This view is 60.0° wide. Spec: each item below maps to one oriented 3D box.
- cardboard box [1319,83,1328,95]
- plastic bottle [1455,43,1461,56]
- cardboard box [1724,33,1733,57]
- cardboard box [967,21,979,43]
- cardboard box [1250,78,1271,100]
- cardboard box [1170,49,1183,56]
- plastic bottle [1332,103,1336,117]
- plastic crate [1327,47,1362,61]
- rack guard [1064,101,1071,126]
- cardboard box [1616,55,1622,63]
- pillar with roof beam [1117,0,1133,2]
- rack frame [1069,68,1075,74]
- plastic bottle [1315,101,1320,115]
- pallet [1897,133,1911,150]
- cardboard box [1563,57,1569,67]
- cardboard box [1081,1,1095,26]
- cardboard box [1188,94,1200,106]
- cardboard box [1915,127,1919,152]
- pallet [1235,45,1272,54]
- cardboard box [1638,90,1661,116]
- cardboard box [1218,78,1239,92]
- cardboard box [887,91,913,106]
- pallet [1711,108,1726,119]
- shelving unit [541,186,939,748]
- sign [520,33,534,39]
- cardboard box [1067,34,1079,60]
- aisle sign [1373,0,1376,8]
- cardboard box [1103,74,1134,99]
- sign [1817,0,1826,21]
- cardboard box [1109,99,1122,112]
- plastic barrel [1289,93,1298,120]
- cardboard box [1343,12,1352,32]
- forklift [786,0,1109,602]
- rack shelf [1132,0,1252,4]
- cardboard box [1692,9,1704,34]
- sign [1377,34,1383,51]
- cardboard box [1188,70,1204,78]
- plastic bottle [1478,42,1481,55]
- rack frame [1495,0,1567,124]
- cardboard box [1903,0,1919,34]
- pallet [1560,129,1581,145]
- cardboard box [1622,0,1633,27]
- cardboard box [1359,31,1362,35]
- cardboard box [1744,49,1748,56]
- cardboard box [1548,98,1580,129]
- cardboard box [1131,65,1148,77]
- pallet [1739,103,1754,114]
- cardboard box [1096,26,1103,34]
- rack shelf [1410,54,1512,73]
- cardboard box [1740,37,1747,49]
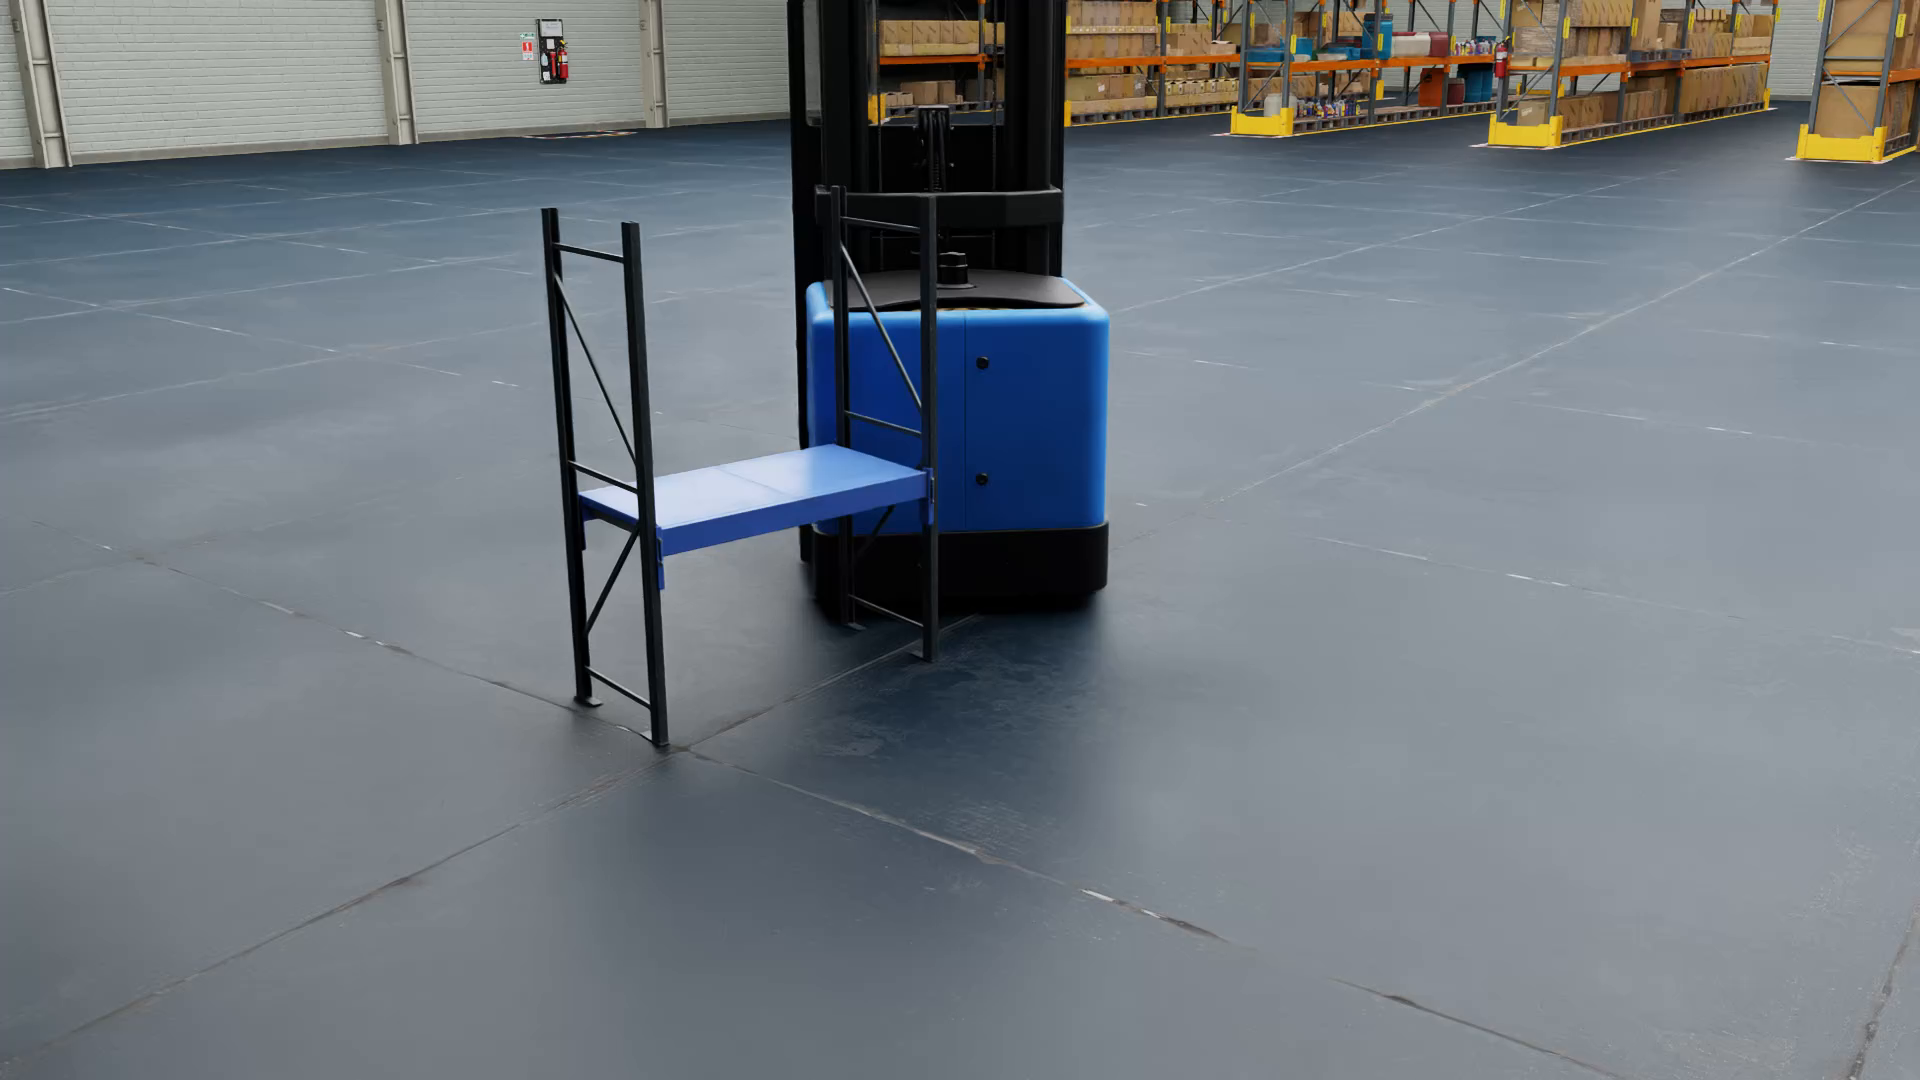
[{"bbox_3d":[9.305,-11.831,43.576,0.500,0.311,0.500,12,21,35],"label":"cardboard box"},{"bbox_3d":[11.267,-11.111,37.676,0.152,0.276,0.135,12,21,35],"label":"plastic bottle"},{"bbox_3d":[16.775,-10.980,36.875,0.500,0.500,0.500,12,21,35],"label":"cardboard box"},{"bbox_3d":[0.100,-11.941,39.094,0.500,0.500,0.500,12,21,35],"label":"cardboard box"},{"bbox_3d":[7.306,-11.091,40.873,0.500,0.500,0.500,12,21,33],"label":"cardboard box"},{"bbox_3d":[4.806,-10.993,37.509,0.380,0.149,0.250,12,21,35],"label":"cardboard box"},{"bbox_3d":[7.422,-8.547,33.067,0.097,0.271,0.097,0,17,0],"label":"plastic bottle"},{"bbox_3d":[7.649,-9.679,33.106,0.499,0.251,0.616,12,21,35],"label":"plastic crate"},{"bbox_3d":[1.717,-8.786,34.193,1.175,0.500,0.348,12,21,35],"label":"rack guard"},{"bbox_3d":[12.019,-8.906,30.787,0.380,0.149,0.250,12,21,35],"label":"cardboard box"},{"bbox_3d":[8.080,-16.142,43.550,9.100,9.000,0.400,12,21,35],"label":"pillar with roof beam"},{"bbox_3d":[2.517,-12.765,42.792,1.000,3.000,0.127,12,21,35],"label":"rack frame"},{"bbox_3d":[7.286,-8.794,33.863,0.097,0.271,0.097,0,17,0],"label":"plastic bottle"},{"bbox_3d":[15.475,-6.787,28.243,1.003,0.211,1.213,12,21,35],"label":"pallet"},{"bbox_3d":[10.210,-8.196,28.502,0.380,0.149,0.250,12,21,35],"label":"cardboard box"},{"bbox_3d":[2.360,-10.900,34.431,0.700,0.500,0.500,12,21,33],"label":"cardboard box"},{"bbox_3d":[5.166,-10.123,38.212,0.500,0.250,0.500,12,21,33],"label":"cardboard box"},{"bbox_3d":[15.890,-6.542,26.964,0.500,0.500,0.500,-16,23,-41],"label":"cardboard box"},{"bbox_3d":[6.845,-11.973,40.564,1.213,0.211,1.003,12,21,35],"label":"pallet"},{"bbox_3d":[13.748,-8.858,33.684,0.700,0.500,0.500,10,20,30],"label":"cardboard box"},{"bbox_3d":[6.383,-10.878,39.697,0.500,0.311,0.500,13,22,36],"label":"cardboard box"},{"bbox_3d":[-1.425,-10.070,37.907,0.500,0.311,0.500,15,22,39],"label":"cardboard box"},{"bbox_3d":[16.435,-9.563,37.183,1.003,0.211,1.213,12,21,35],"label":"pallet"},{"bbox_3d":[-0.631,-0.272,5.092,1.048,1.500,0.538,-14,22,-38],"label":"shelving unit"},{"bbox_3d":[-8.008,-9.325,30.759,0.001,0.109,0.331,12,21,35],"label":"sign"},{"bbox_3d":[2.019,-10.142,34.176,0.700,0.500,0.500,12,21,35],"label":"cardboard box"},{"bbox_3d":[11.551,-15.000,45.604,0.394,0.787,0.004,12,21,35],"label":"aisle sign"},{"bbox_3d":[3.411,-9.798,35.900,0.500,0.500,0.500,12,21,35],"label":"cardboard box"},{"bbox_3d":[13.180,-8.099,25.413,0.100,0.325,0.005,12,21,35],"label":"sign"},{"bbox_3d":[3.124,-9.318,35.620,0.500,0.250,0.500,12,21,35],"label":"cardboard box"},{"bbox_3d":[6.336,-8.411,32.258,0.421,0.512,0.421,0,17,0],"label":"plastic barrel"},{"bbox_3d":[10.001,-13.677,43.872,0.500,0.500,0.500,12,21,33],"label":"cardboard box"},{"bbox_3d":[-0.160,-1.575,6.873,1.130,2.935,3.031,-2,17,-7],"label":"forklift"},{"bbox_3d":[5.306,-12.503,38.104,1.077,0.370,4.000,12,21,35],"label":"rack shelf"},{"bbox_3d":[15.290,-10.992,35.223,0.797,0.503,0.637,13,21,36],"label":"cardboard box"},{"bbox_3d":[8.525,-10.094,33.724,0.100,0.325,0.005,12,21,35],"label":"sign"},{"bbox_3d":[6.649,-13.374,48.259,0.700,0.500,0.500,12,21,35],"label":"cardboard box"},{"bbox_3d":[12.044,-11.403,38.602,0.061,0.283,0.133,12,21,35],"label":"plastic bottle"},{"bbox_3d":[9.685,-8.234,28.201,1.000,3.000,0.127,12,21,35],"label":"rack frame"},{"bbox_3d":[14.556,-8.259,26.207,0.875,0.550,0.550,12,21,35],"label":"cardboard box"},{"bbox_3d":[10.242,-7.108,29.275,1.003,0.211,1.213,12,21,35],"label":"pallet"},{"bbox_3d":[12.021,-9.698,30.559,0.500,0.500,0.500,12,21,35],"label":"cardboard box"},{"bbox_3d":[10.608,-13.447,44.819,0.500,0.500,0.500,13,21,35],"label":"cardboard box"},{"bbox_3d":[17.898,-11.233,38.282,0.380,0.149,0.250,12,21,34],"label":"cardboard box"},{"bbox_3d":[10.787,-7.681,29.926,0.500,0.500,0.500,15,23,40],"label":"cardboard box"},{"bbox_3d":[4.617,-12.714,45.544,0.750,0.750,0.750,13,21,35],"label":"cardboard box"},{"bbox_3d":[18.077,-10.219,39.296,1.003,0.211,1.213,12,21,35],"label":"pallet"},{"bbox_3d":[2.751,-10.644,34.700,0.380,0.149,0.250,12,21,33],"label":"cardboard box"},{"bbox_3d":[11.665,-11.147,38.795,1.077,0.370,4.000,12,21,35],"label":"rack shelf"},{"bbox_3d":[17.625,-11.346,37.972,0.500,0.250,0.500,12,21,34],"label":"cardboard box"}]
